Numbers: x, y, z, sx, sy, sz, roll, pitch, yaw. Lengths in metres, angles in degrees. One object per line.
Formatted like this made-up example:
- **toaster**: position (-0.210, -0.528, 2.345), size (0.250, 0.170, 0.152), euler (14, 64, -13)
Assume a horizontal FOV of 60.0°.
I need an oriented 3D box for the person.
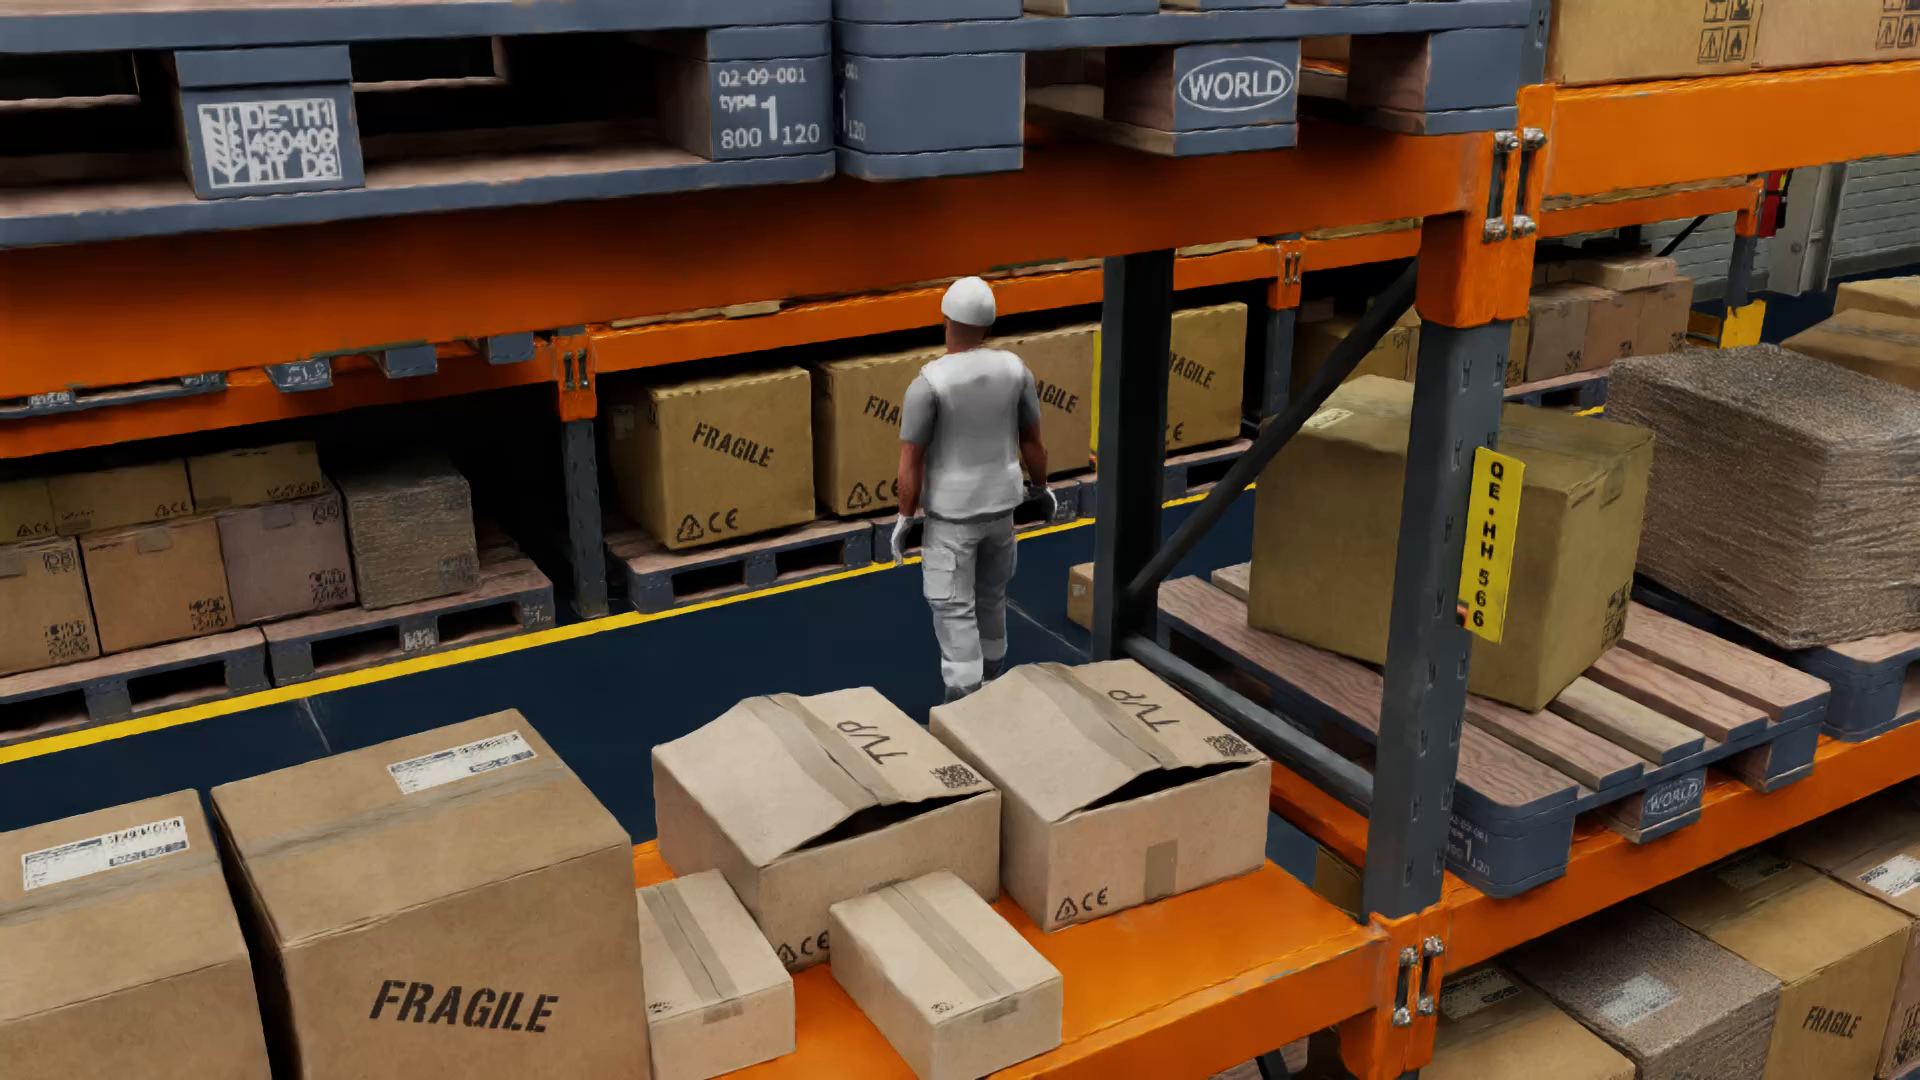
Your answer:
- **person**: position (0.041, -0.129, 6.345), size (0.721, 1.792, 0.583), euler (-12, 24, -27)
